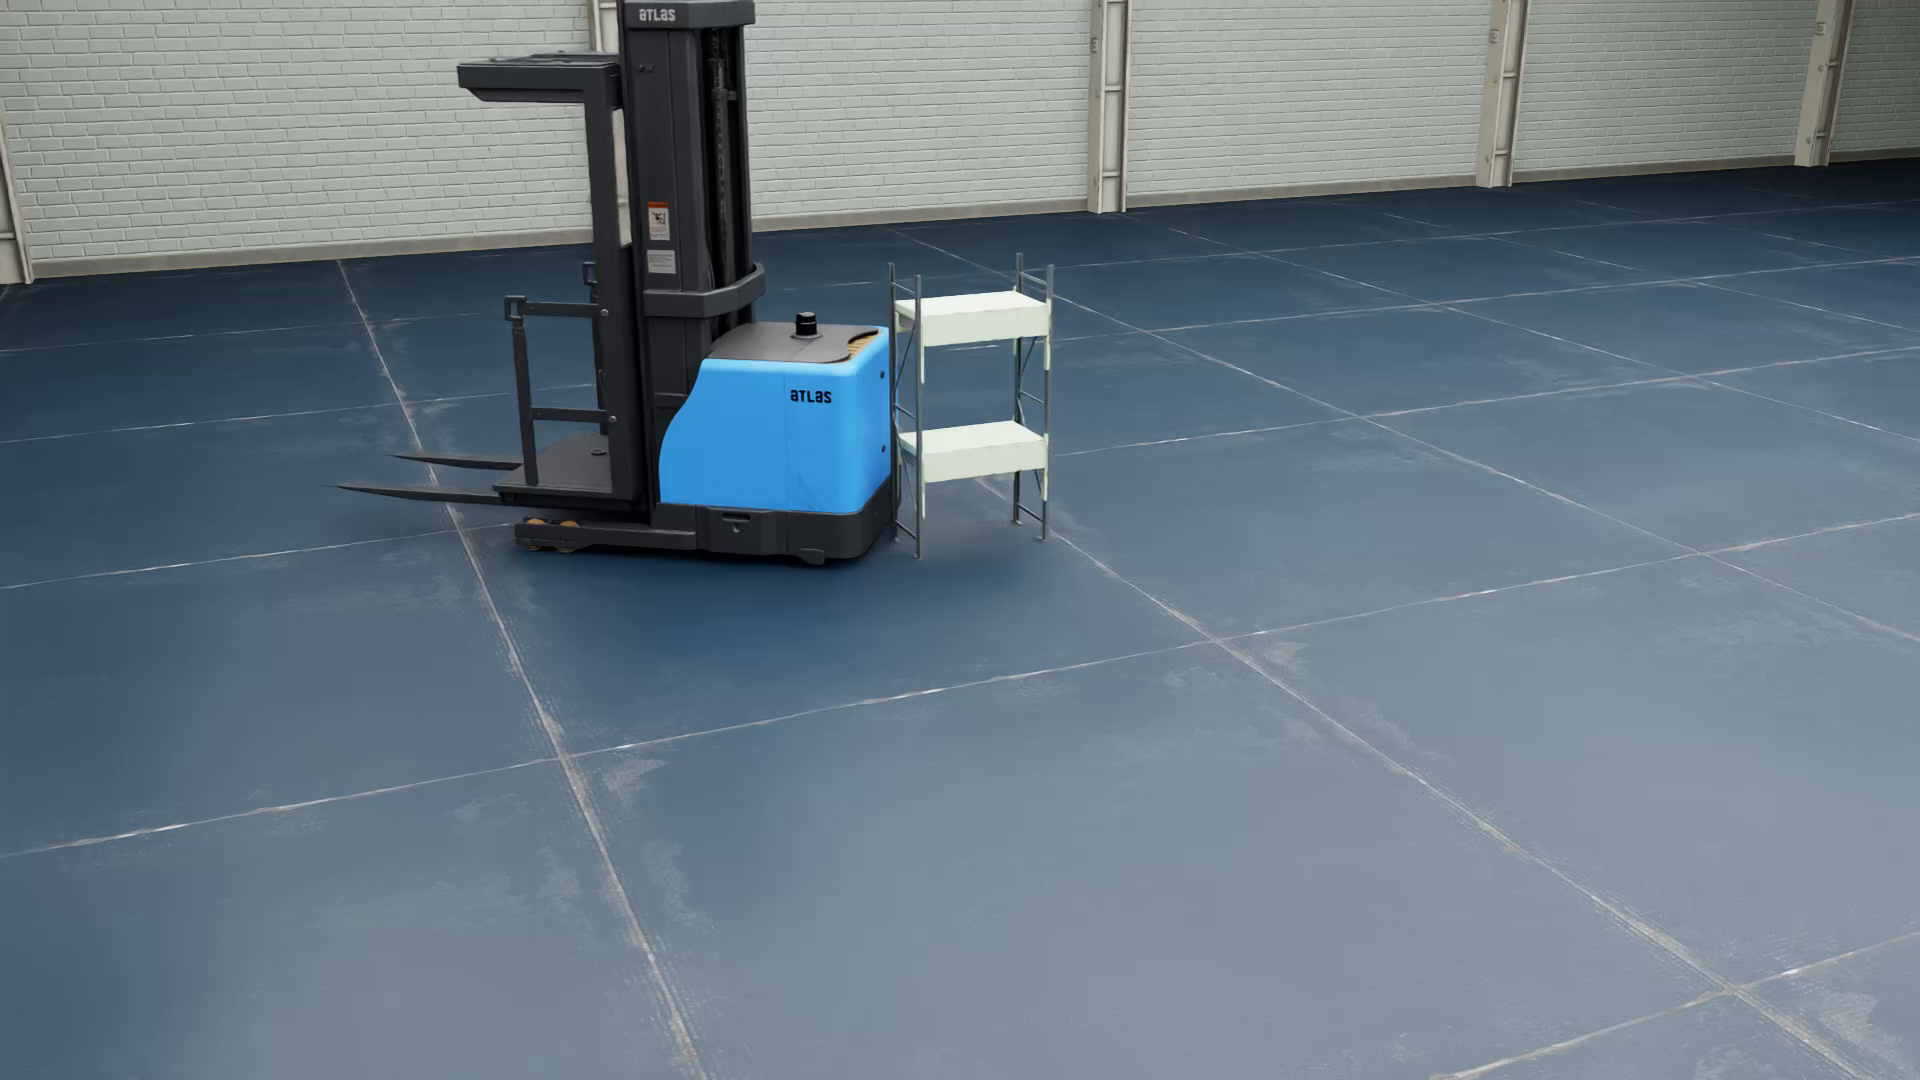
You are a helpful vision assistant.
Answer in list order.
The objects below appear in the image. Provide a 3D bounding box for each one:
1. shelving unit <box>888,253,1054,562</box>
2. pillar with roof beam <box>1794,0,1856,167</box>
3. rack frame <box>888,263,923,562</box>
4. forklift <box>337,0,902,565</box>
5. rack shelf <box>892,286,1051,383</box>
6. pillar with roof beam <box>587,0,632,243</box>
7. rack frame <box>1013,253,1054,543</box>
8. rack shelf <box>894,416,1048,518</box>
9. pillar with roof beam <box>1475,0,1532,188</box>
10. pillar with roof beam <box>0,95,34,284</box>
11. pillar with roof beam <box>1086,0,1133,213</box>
[{"bbox_3d":[0.053,-0.706,8.768,0.755,1.500,0.431,-8,21,-22],"label":"shelving unit"},{"bbox_3d":[14.532,-8.588,19.864,0.400,9.000,9.100,-8,21,-22],"label":"pillar with roof beam"},{"bbox_3d":[-0.282,-0.657,8.630,0.023,1.500,0.400,-8,21,-22],"label":"rack frame"},{"bbox_3d":[-1.900,-1.481,8.814,3.031,2.935,1.130,4,20,11],"label":"forklift"},{"bbox_3d":[0.053,-1.074,8.639,0.720,0.370,0.431,-8,21,-22],"label":"rack shelf"},{"bbox_3d":[-1.996,-6.220,13.139,0.400,9.000,9.100,-8,21,-22],"label":"pillar with roof beam"},{"bbox_3d":[0.388,-0.755,8.907,0.023,1.500,0.400,-8,21,-22],"label":"rack frame"},{"bbox_3d":[0.053,-0.398,8.877,0.720,0.370,0.431,-8,21,-22],"label":"rack shelf"},{"bbox_3d":[9.023,-7.799,17.622,0.400,9.000,9.100,-8,21,-22],"label":"pillar with roof beam"},{"bbox_3d":[-7.505,-5.431,10.897,0.400,9.000,9.100,-8,21,-22],"label":"pillar with roof beam"},{"bbox_3d":[3.513,-7.010,15.381,0.400,9.000,9.100,-8,21,-22],"label":"pillar with roof beam"}]
